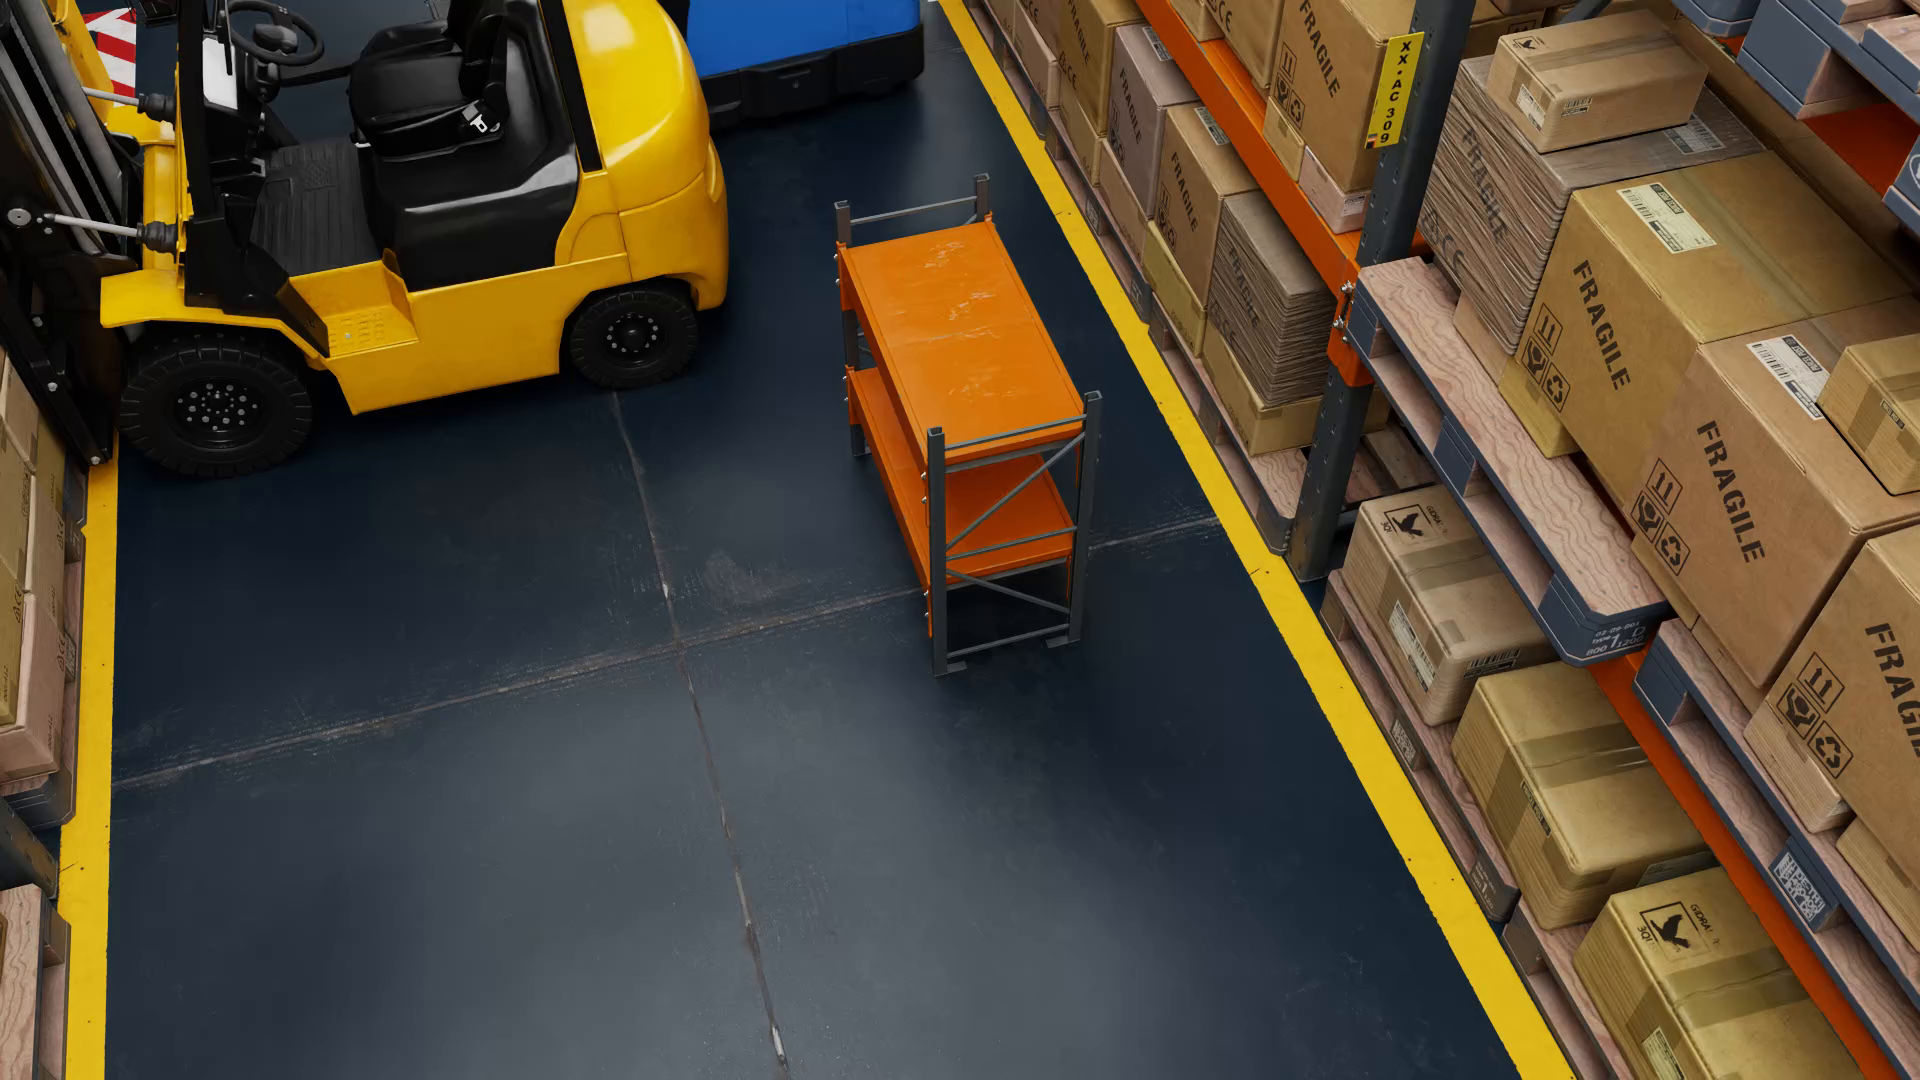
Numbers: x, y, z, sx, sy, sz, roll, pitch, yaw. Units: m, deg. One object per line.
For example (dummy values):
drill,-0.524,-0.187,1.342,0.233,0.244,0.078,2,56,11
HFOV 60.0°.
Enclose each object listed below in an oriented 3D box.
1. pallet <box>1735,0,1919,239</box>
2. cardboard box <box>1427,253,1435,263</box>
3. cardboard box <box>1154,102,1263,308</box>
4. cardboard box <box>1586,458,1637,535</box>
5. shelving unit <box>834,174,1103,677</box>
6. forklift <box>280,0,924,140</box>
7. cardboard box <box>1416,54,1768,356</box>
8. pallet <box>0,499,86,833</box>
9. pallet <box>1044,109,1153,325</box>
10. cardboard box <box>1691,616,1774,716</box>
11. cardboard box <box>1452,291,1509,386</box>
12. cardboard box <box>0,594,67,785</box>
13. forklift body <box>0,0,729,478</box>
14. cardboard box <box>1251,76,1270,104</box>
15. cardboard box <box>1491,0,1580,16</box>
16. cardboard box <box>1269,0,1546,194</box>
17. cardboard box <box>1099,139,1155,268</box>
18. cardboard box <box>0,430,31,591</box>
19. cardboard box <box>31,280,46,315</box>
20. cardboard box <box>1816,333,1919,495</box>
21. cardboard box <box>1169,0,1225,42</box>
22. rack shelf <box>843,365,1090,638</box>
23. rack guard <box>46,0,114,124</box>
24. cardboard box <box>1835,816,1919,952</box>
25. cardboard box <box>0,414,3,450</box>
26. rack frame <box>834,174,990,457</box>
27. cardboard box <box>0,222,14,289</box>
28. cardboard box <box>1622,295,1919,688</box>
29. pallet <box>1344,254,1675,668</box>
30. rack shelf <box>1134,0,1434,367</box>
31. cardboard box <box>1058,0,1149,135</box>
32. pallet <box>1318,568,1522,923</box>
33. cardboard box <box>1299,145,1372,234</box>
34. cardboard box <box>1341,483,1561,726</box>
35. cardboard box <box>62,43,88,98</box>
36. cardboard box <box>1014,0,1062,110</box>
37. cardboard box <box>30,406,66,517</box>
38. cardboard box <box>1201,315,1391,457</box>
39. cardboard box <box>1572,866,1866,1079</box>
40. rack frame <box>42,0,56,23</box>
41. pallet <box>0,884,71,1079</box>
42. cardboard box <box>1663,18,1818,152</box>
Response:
pallet,1.997,-0.647,2.494,1.213,0.211,1.003,-13,51,-11
cardboard box,1.690,-0.955,5.626,0.500,0.500,0.500,-11,51,-9
cardboard box,1.023,-1.206,5.838,0.500,0.500,0.500,-12,51,-10
cardboard box,1.691,-0.177,3.827,0.380,0.149,0.250,-10,51,-9
shelving unit,0.002,-0.358,5.316,0.538,1.125,1.048,-13,51,-11
forklift,-1.730,-2.913,6.289,3.031,2.935,1.130,-17,52,-14
cardboard box,1.471,-0.828,3.952,0.500,0.500,0.500,-12,51,-10
pallet,-3.329,0.461,5.223,1.003,0.211,1.213,-13,51,-11
pallet,1.010,-1.449,6.833,1.003,0.211,1.213,-13,51,-11
cardboard box,1.798,0.201,3.508,0.380,0.149,0.250,-13,51,-11
cardboard box,1.468,-0.552,4.143,0.380,0.149,0.250,-13,51,-10
cardboard box,-2.961,0.476,4.911,0.500,0.250,0.500,-13,51,-11
forklift body,-2.013,-1.523,5.627,2.313,2.155,1.214,-13,51,-11
cardboard box,1.137,-1.446,5.171,0.380,0.149,0.250,-13,51,-11
cardboard box,1.684,-1.793,4.386,0.700,0.500,0.500,-14,51,-11
cardboard box,1.238,-1.369,4.682,0.500,0.500,0.500,-14,51,-12
cardboard box,0.862,-1.351,6.451,0.500,0.250,0.500,-13,51,-10
cardboard box,-3.133,-0.048,5.025,0.500,0.250,0.500,-14,51,-11
cardboard box,-3.419,-0.787,5.648,0.500,0.250,0.500,-13,51,-11
cardboard box,1.827,-0.251,3.041,0.380,0.149,0.250,-11,51,-9
cardboard box,0.917,-1.798,5.469,0.380,0.149,0.250,-14,51,-12
rack shelf,0.002,-0.200,5.503,0.538,0.278,1.000,-13,51,-11
rack guard,-4.324,-1.981,7.093,1.175,0.500,0.348,-13,51,-11
cardboard box,1.934,0.595,3.176,0.380,0.149,0.250,-15,51,-12
cardboard box,-3.119,-0.219,4.842,0.500,0.250,0.500,-13,51,-11
rack frame,-0.148,-0.729,5.629,0.500,1.125,0.032,-13,51,-11
cardboard box,-3.425,-0.965,5.471,0.500,0.250,0.500,-14,51,-12
cardboard box,1.753,-0.099,3.337,0.500,0.500,0.500,-14,51,-11
pallet,1.694,-0.319,4.183,1.003,0.211,1.213,-13,51,-11
rack shelf,1.015,-2.201,6.114,1.077,0.370,4.000,-13,51,-11
cardboard box,0.705,-1.967,6.479,0.500,0.500,0.500,-12,51,-10
pallet,1.838,0.495,5.195,1.003,0.211,1.213,-13,51,-11
cardboard box,1.220,-1.057,4.844,0.380,0.149,0.250,-14,51,-11
cardboard box,1.764,0.122,5.129,0.950,0.372,0.625,-13,51,-11
cardboard box,-3.876,-1.746,6.784,0.500,0.250,0.500,-13,51,-11
cardboard box,0.542,-2.117,7.096,0.500,0.250,0.500,-12,51,-10
cardboard box,-3.293,-0.264,5.534,0.500,0.250,0.500,-13,51,-10
cardboard box,1.175,-0.592,5.811,0.500,0.250,0.500,-11,51,-9
cardboard box,2.187,1.154,4.260,0.950,0.372,0.625,-12,51,-10
rack frame,-4.317,-2.769,6.122,1.000,3.000,0.127,-13,51,-11
pallet,-2.879,1.581,4.279,1.003,0.211,1.213,-13,51,-11
cardboard box,1.962,-0.950,4.055,0.500,0.500,0.500,-14,51,-12
